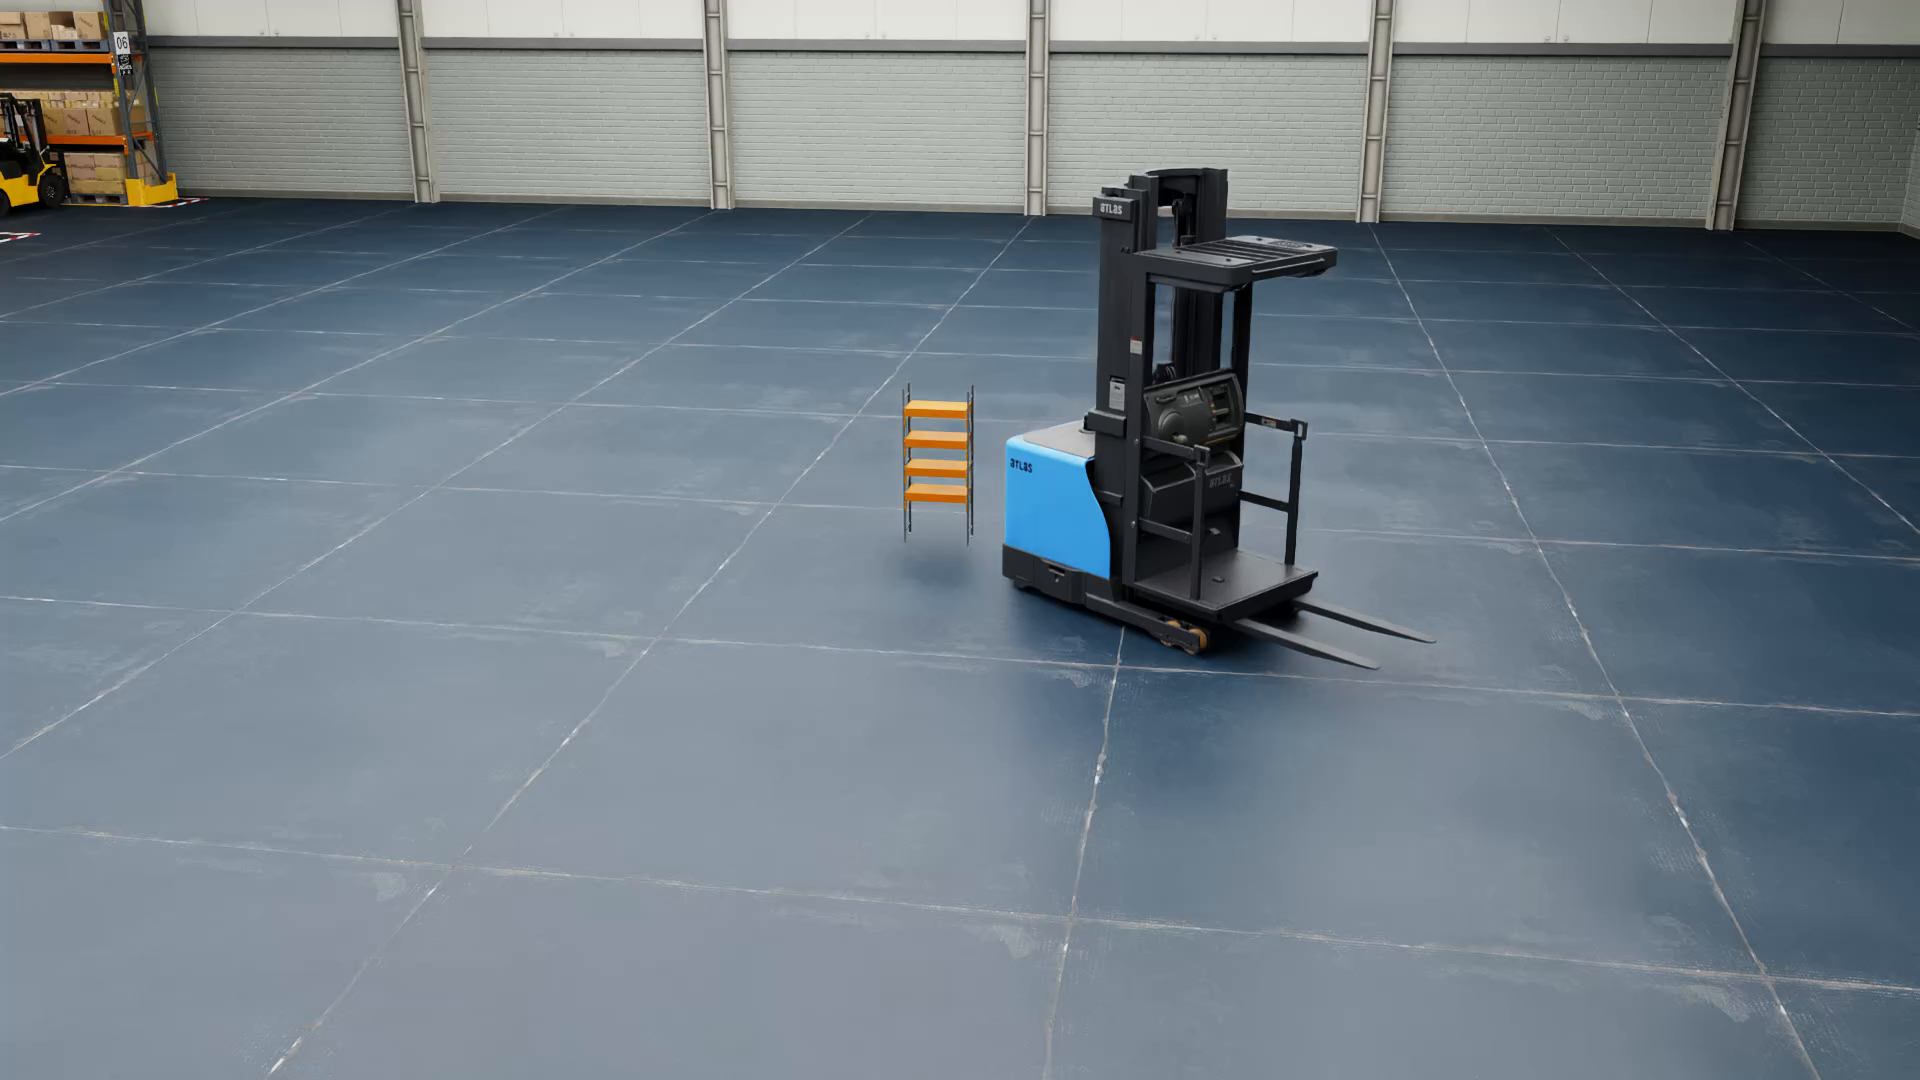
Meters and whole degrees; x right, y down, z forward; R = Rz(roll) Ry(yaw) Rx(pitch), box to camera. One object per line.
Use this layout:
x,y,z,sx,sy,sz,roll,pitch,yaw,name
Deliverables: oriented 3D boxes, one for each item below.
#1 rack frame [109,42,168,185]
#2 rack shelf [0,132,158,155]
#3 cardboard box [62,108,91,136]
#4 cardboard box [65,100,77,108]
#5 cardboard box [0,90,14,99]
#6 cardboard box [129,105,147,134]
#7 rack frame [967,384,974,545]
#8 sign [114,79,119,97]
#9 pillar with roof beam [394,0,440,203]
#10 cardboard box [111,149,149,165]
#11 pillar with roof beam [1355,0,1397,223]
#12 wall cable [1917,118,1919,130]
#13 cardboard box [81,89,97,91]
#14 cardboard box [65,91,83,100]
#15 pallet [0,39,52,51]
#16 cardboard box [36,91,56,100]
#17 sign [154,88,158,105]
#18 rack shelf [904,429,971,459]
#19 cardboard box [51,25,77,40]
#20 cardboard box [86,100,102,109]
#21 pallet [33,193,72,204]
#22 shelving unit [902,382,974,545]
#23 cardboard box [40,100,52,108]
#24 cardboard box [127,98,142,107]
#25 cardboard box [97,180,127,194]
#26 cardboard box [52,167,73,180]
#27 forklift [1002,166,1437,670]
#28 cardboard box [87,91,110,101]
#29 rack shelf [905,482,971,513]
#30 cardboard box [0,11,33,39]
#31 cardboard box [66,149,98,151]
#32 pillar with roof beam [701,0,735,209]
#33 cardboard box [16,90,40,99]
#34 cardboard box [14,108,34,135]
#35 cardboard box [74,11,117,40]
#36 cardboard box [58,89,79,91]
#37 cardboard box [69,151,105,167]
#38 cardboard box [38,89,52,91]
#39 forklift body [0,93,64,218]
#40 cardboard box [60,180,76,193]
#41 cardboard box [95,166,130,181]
-15.824,-8.048,32.122,0.127,3.000,1.000,3,19,9,rack frame
-17.798,-7.808,32.537,4.000,0.370,1.077,3,19,9,rack shelf
-16.862,-8.067,32.021,0.500,0.500,0.500,4,19,10,cardboard box
-16.957,-8.385,31.948,0.250,0.149,0.380,3,19,8,cardboard box
-18.481,-8.592,32.099,0.250,0.149,0.380,3,19,8,cardboard box
-16.269,-8.208,32.441,0.500,0.500,0.500,4,19,10,cardboard box
0.077,-0.565,12.593,0.015,1.200,0.240,3,19,9,rack frame
-15.924,-8.541,31.395,0.005,0.325,0.100,3,19,9,sign
-11.127,-9.560,27.186,0.400,9.000,9.100,3,19,9,pillar with roof beam
-16.268,-7.501,32.583,0.500,0.250,0.500,3,19,8,cardboard box
6.645,-8.654,24.478,0.400,9.000,9.100,3,19,9,pillar with roof beam
15.951,-7.666,26.418,0.112,2.526,3.097,3,19,9,wall cable
-16.879,-8.678,32.355,0.250,0.149,0.380,3,19,9,cardboard box
-16.956,-8.540,31.942,0.250,0.149,0.380,3,19,9,cardboard box
-17.726,-9.533,31.972,1.213,0.211,1.003,3,19,9,pallet
-17.487,-8.529,31.911,0.250,0.149,0.380,3,19,10,cardboard box
-15.730,-8.670,32.491,0.005,0.325,0.100,3,19,9,sign
-0.163,-0.726,12.580,0.480,0.148,0.258,3,19,9,rack shelf
-16.940,-9.613,31.464,0.258,0.266,0.396,3,19,9,cardboard box
-16.468,-8.337,31.804,0.250,0.149,0.380,3,19,10,cardboard box
-17.787,-6.814,32.826,1.213,0.211,1.003,3,19,9,pallet
-0.163,-0.577,12.630,0.503,1.200,0.258,3,19,9,shelving unit
-17.481,-8.390,31.963,0.250,0.149,0.380,3,19,9,cardboard box
-16.118,-8.502,32.297,0.250,0.149,0.380,2,19,7,cardboard box
-16.338,-6.868,32.267,0.500,0.250,0.500,3,19,9,cardboard box
-17.360,-7.155,32.337,0.500,0.250,0.500,2,19,7,cardboard box
1.671,-0.841,10.689,1.130,2.935,3.031,-16,25,-40,forklift
-16.459,-8.499,31.821,0.250,0.149,0.380,3,19,9,cardboard box
-0.163,-0.325,12.714,0.480,0.148,0.258,3,19,9,rack shelf
-17.866,-9.837,31.757,0.637,0.503,0.797,4,19,10,cardboard box
-17.254,-7.554,32.740,0.500,0.250,0.500,3,19,8,cardboard box
-5.203,-9.258,26.283,0.400,9.000,9.100,3,19,9,pillar with roof beam
-17.972,-8.590,32.092,0.250,0.149,0.380,3,19,9,cardboard box
-17.866,-8.115,32.163,0.500,0.500,0.500,3,19,9,cardboard box
-16.299,-9.711,31.386,0.500,0.500,0.500,4,19,10,cardboard box
-17.387,-8.728,32.503,0.250,0.149,0.380,2,19,7,cardboard box
-16.833,-7.367,32.182,0.500,0.250,0.500,3,19,10,cardboard box
-17.906,-8.727,32.503,0.250,0.149,0.380,3,19,10,cardboard box
-17.985,-7.170,30.834,1.214,2.155,2.313,3,19,9,forklift body
-17.320,-6.924,32.434,0.500,0.250,0.500,3,19,9,cardboard box
-16.354,-7.107,32.193,0.500,0.250,0.500,3,19,8,cardboard box
